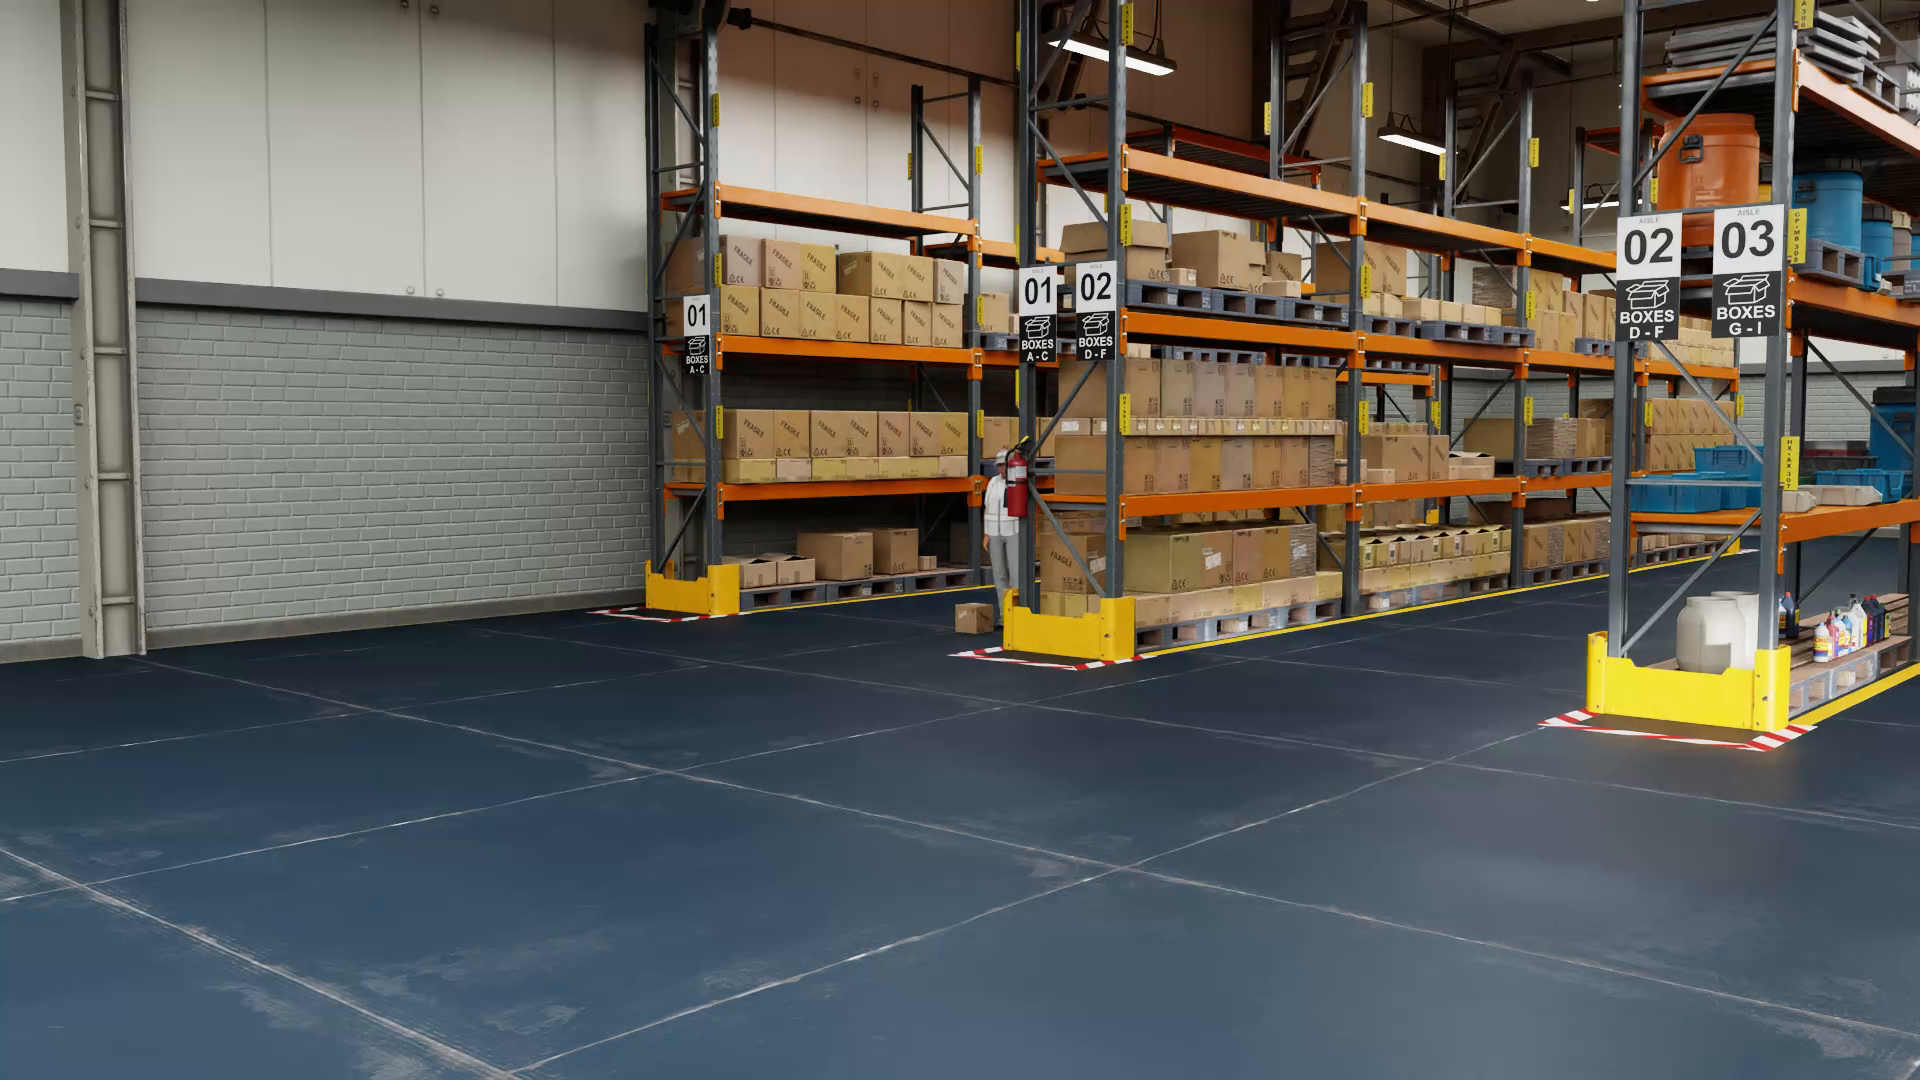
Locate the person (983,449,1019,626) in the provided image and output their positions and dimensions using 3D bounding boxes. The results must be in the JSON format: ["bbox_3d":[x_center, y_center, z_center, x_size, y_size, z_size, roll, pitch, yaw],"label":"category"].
[{"bbox_3d":[0.441,-0.006,15.567,0.495,1.683,0.503,2,4,26],"label":"person"}]
